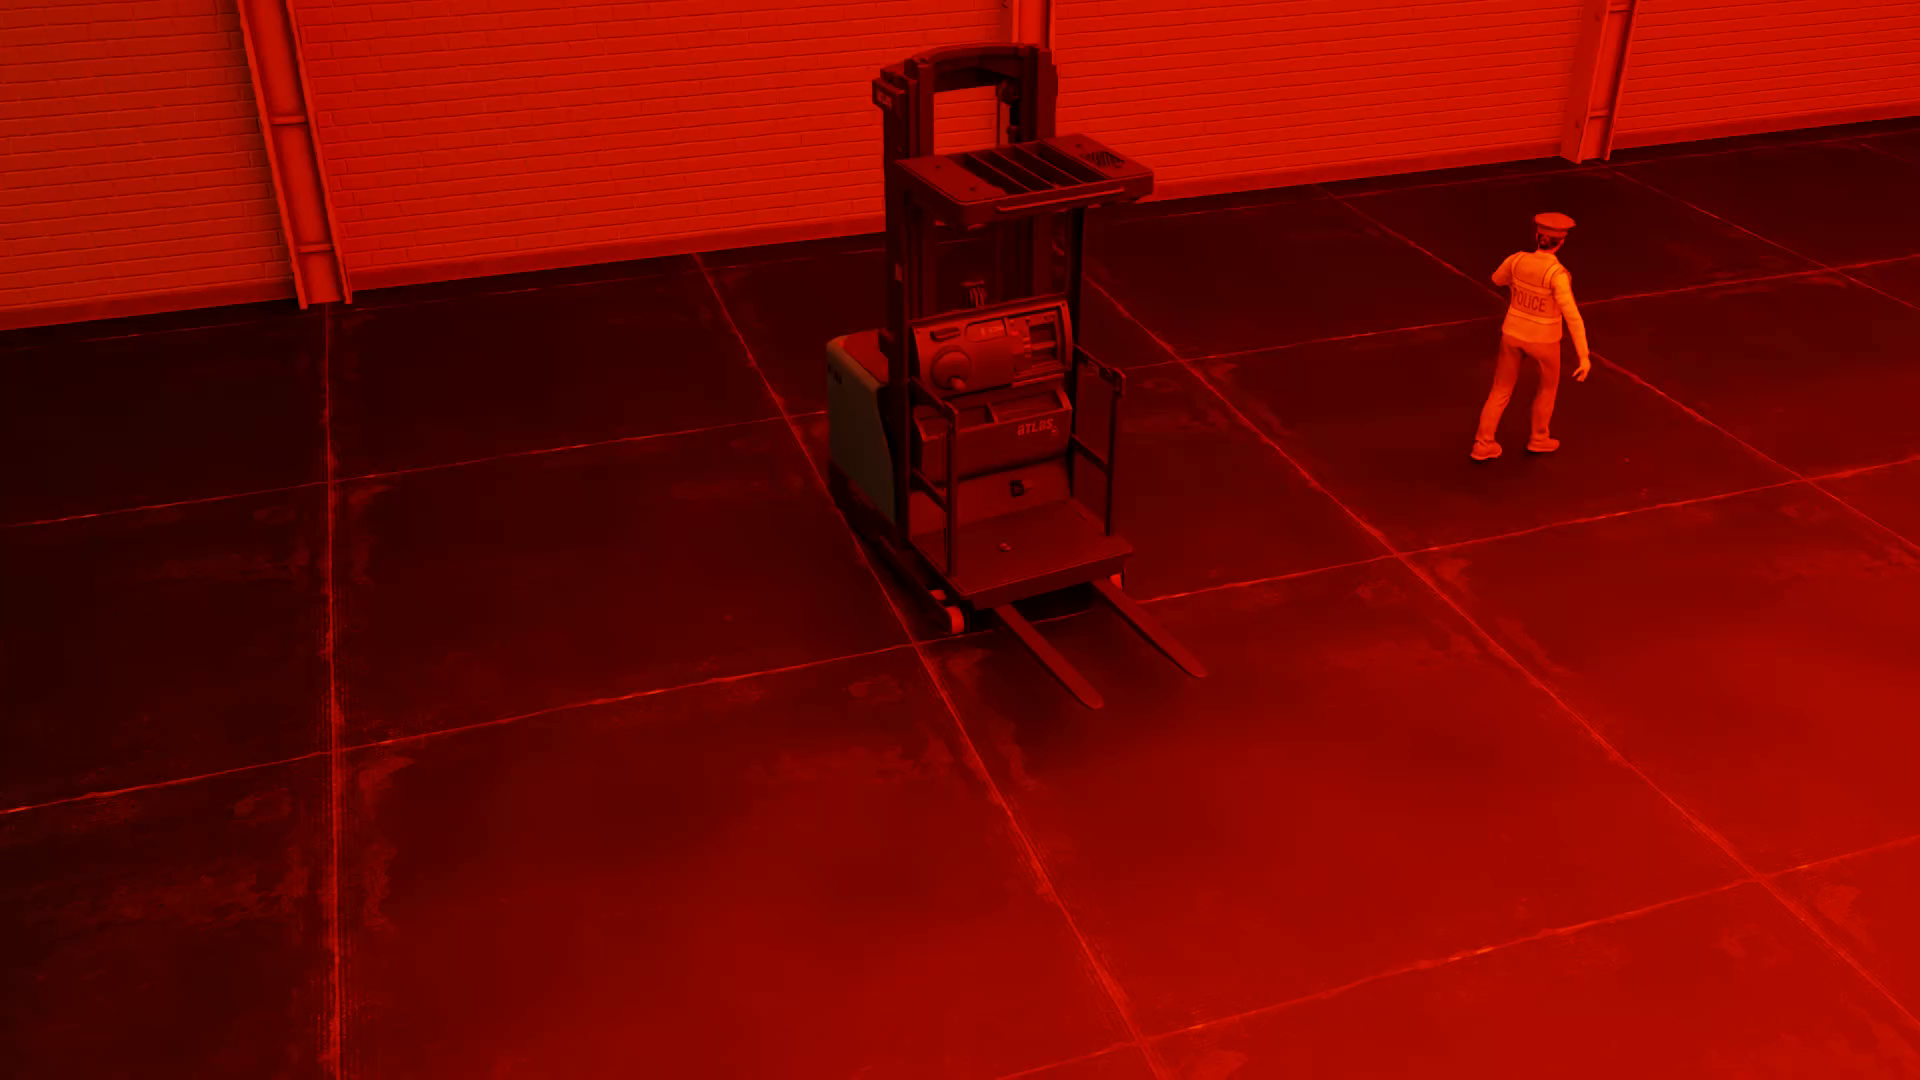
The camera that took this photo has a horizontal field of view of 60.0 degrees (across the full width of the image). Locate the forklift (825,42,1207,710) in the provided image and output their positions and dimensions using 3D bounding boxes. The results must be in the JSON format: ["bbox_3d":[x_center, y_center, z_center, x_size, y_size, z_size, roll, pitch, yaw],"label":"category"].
[{"bbox_3d":[0.281,-0.999,8.823,1.130,2.935,3.031,-14,33,-23],"label":"forklift"}]

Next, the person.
[{"bbox_3d":[3.704,-1.275,10.621,0.718,1.650,0.893,-24,38,-35],"label":"person"}]
